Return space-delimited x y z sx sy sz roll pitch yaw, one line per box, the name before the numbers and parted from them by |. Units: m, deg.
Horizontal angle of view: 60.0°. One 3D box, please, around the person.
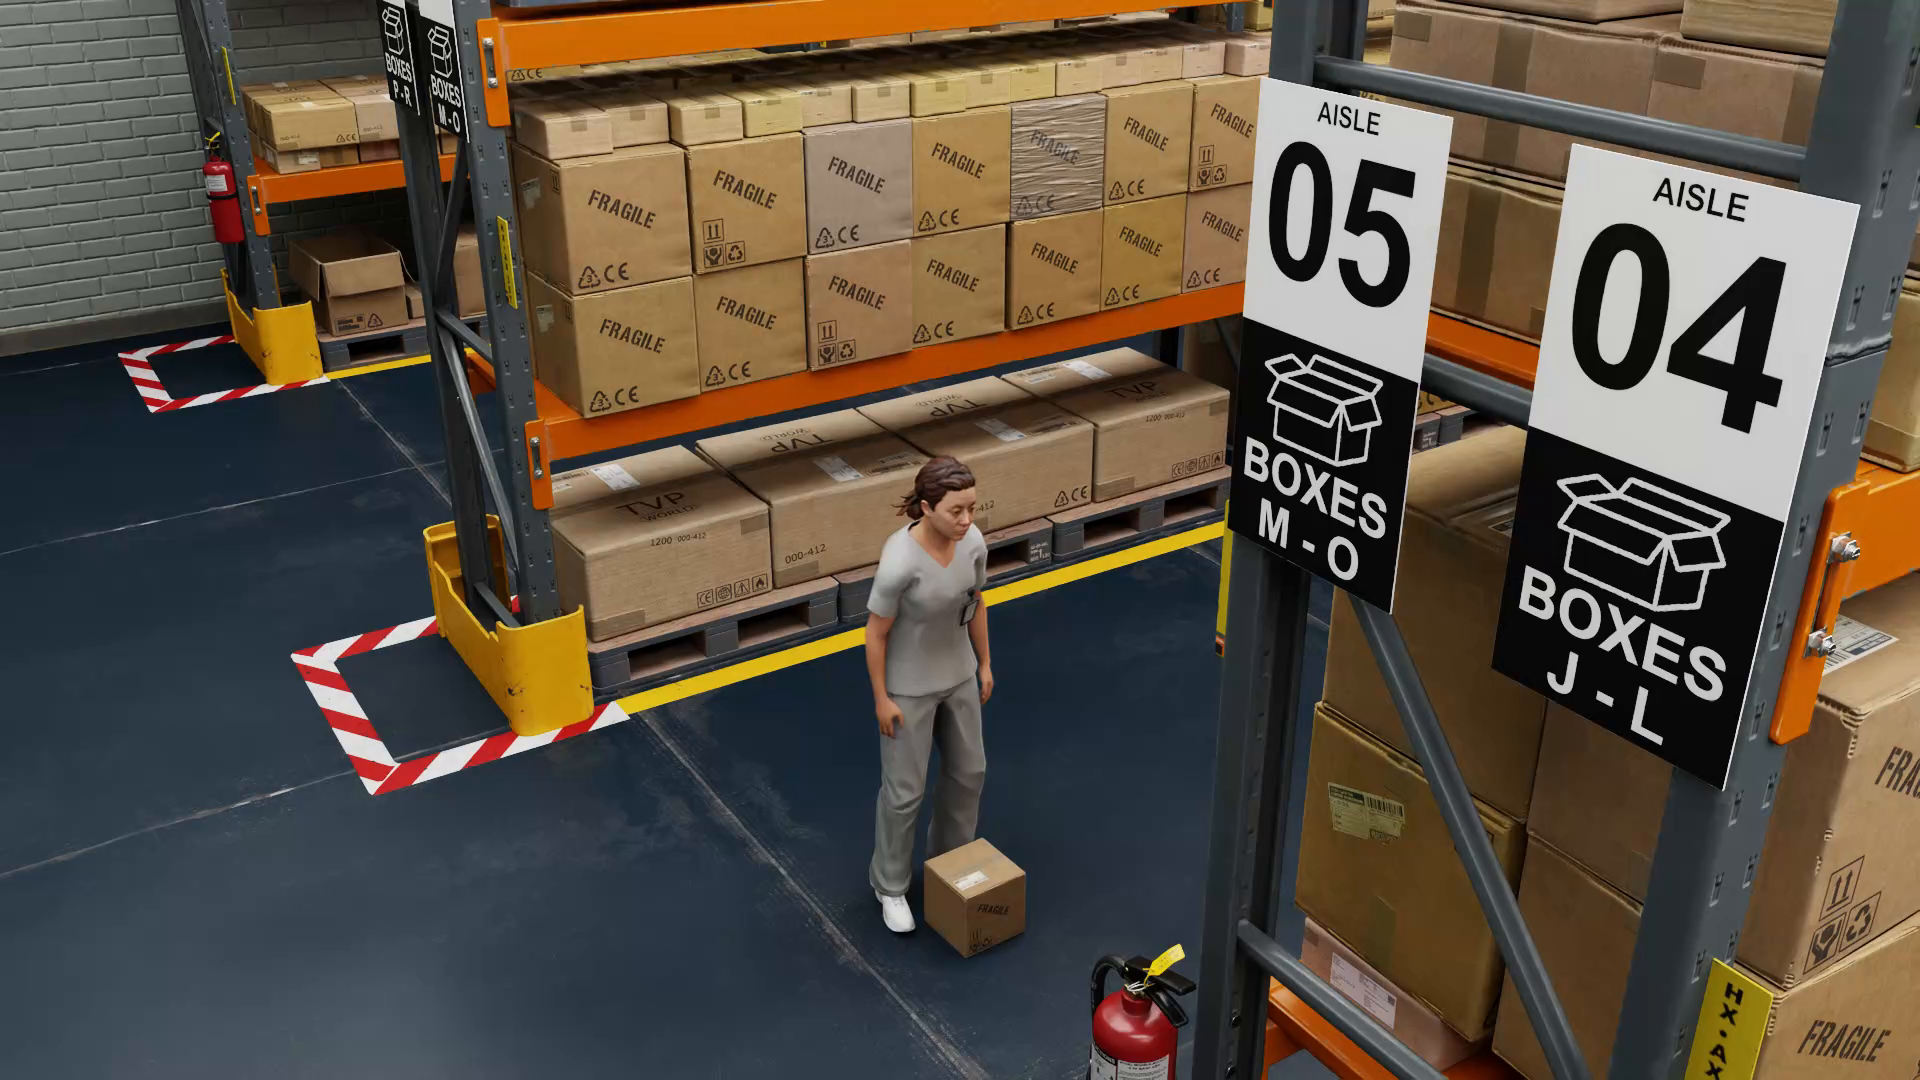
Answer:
person | -0.094 0.493 5.565 0.507 1.671 0.369 -17 30 -32
